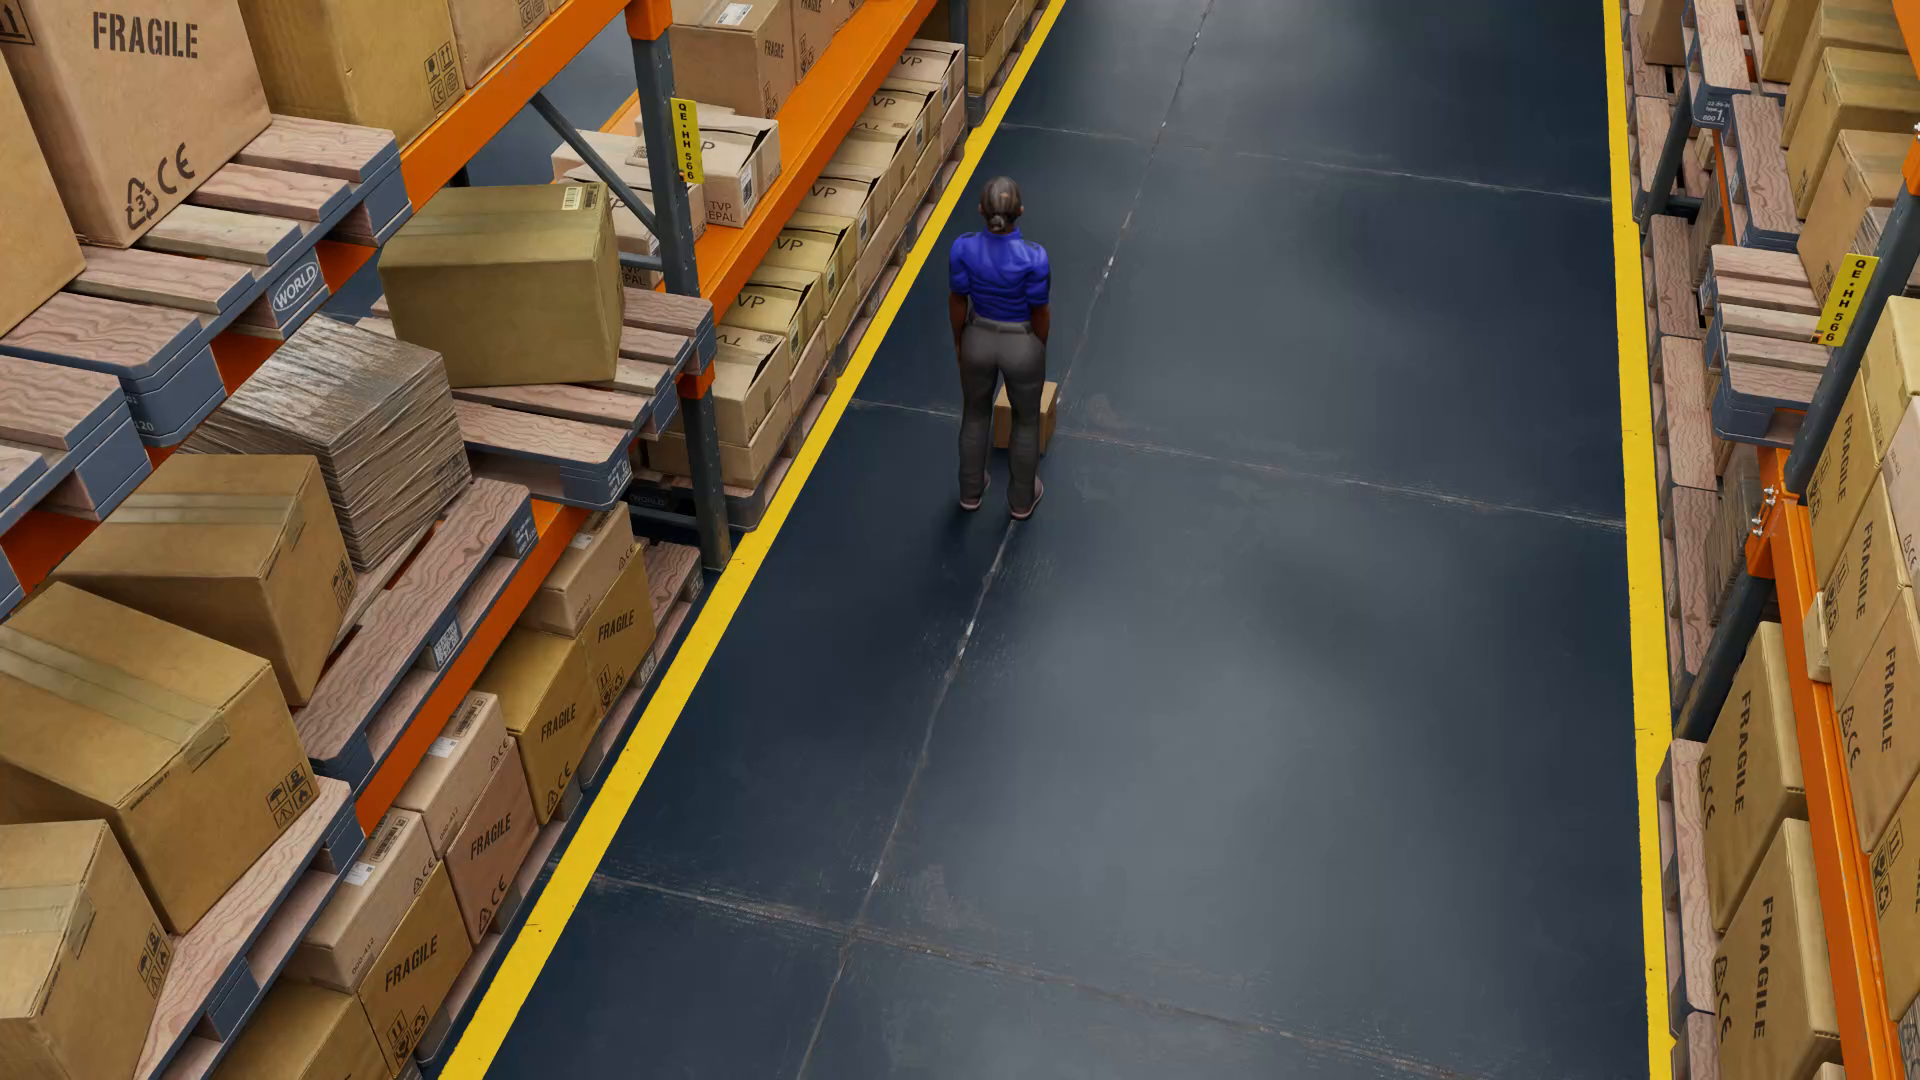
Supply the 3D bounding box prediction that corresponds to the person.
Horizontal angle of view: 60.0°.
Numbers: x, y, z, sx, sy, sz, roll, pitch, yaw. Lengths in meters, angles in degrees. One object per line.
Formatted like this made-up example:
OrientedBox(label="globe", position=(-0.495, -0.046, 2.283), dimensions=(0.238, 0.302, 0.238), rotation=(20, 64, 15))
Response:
OrientedBox(label="person", position=(0.169, -0.815, 7.094), dimensions=(0.437, 1.660, 0.316), rotation=(11, 42, 12))
